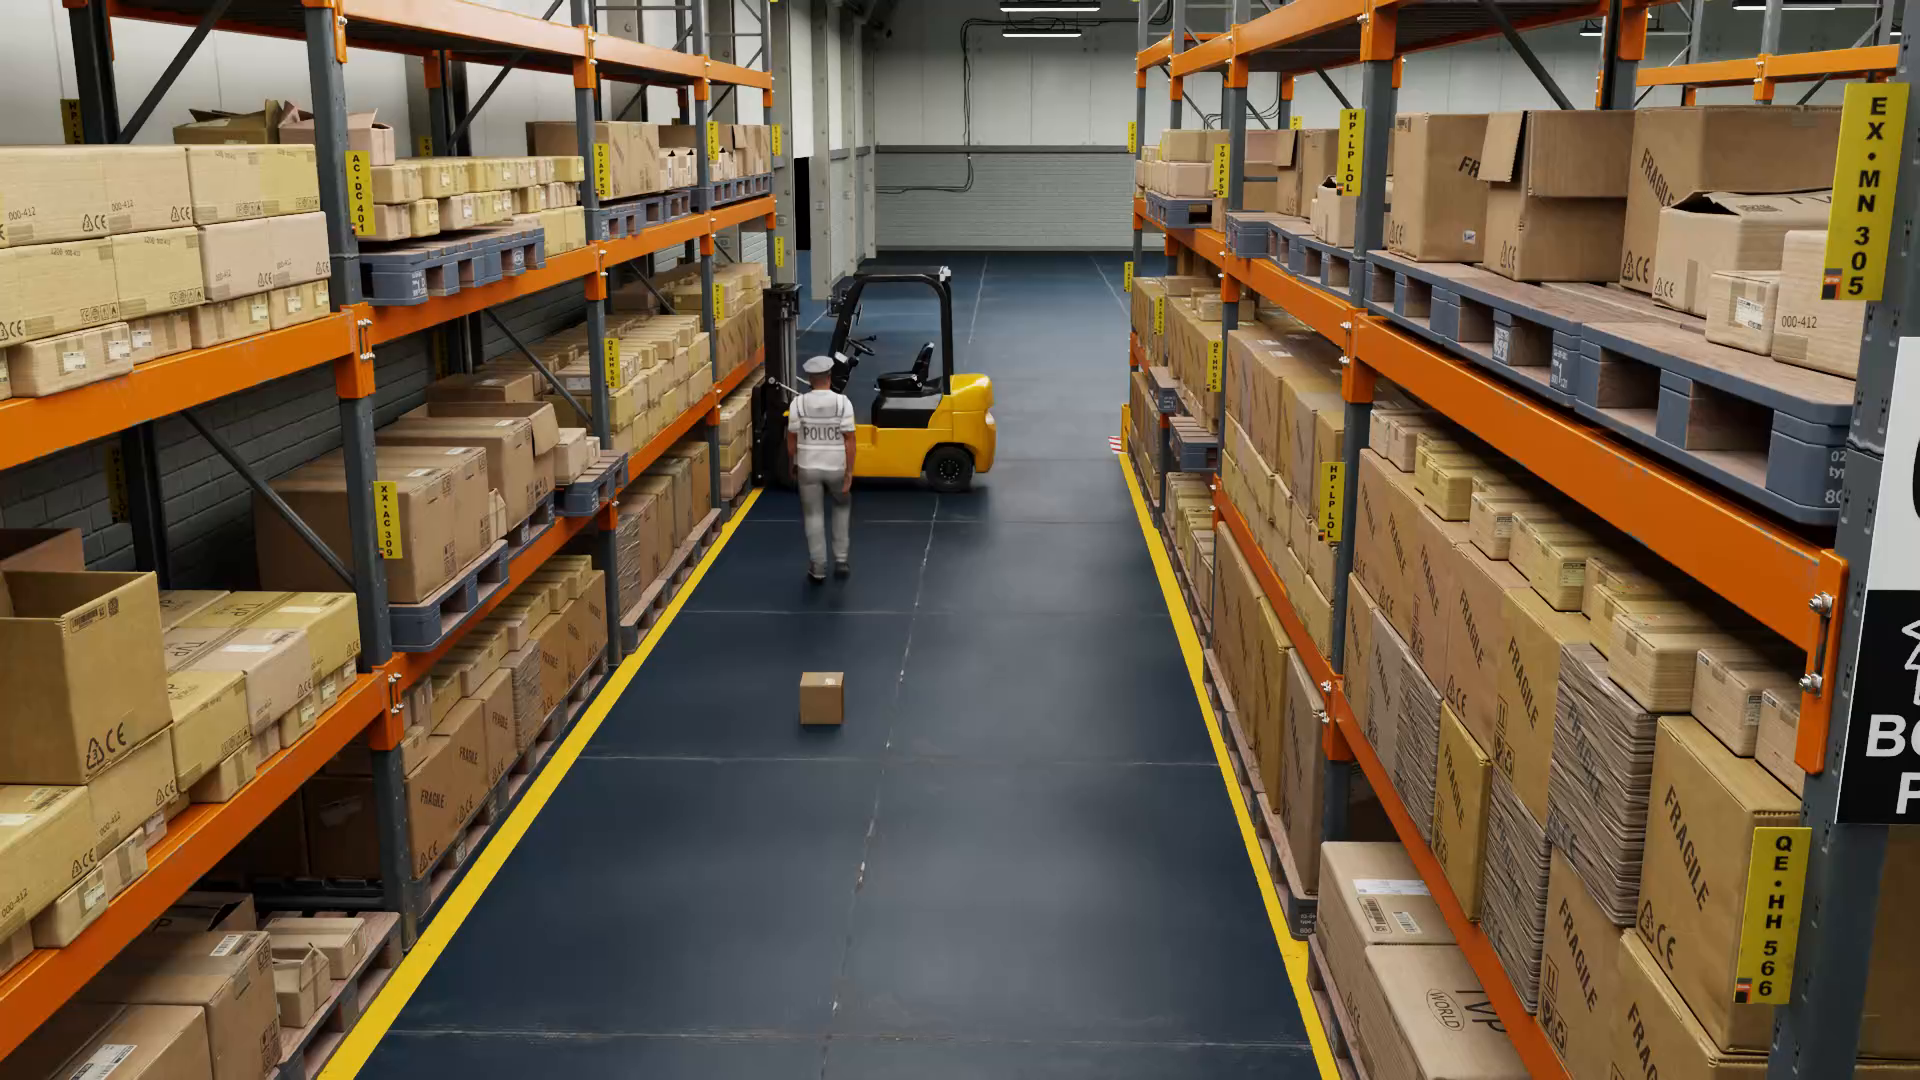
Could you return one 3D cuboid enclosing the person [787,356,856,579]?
[{"bbox_3d":[-1.105,-0.553,13.287,0.538,1.848,0.598,-2,14,-6],"label":"person"}]
